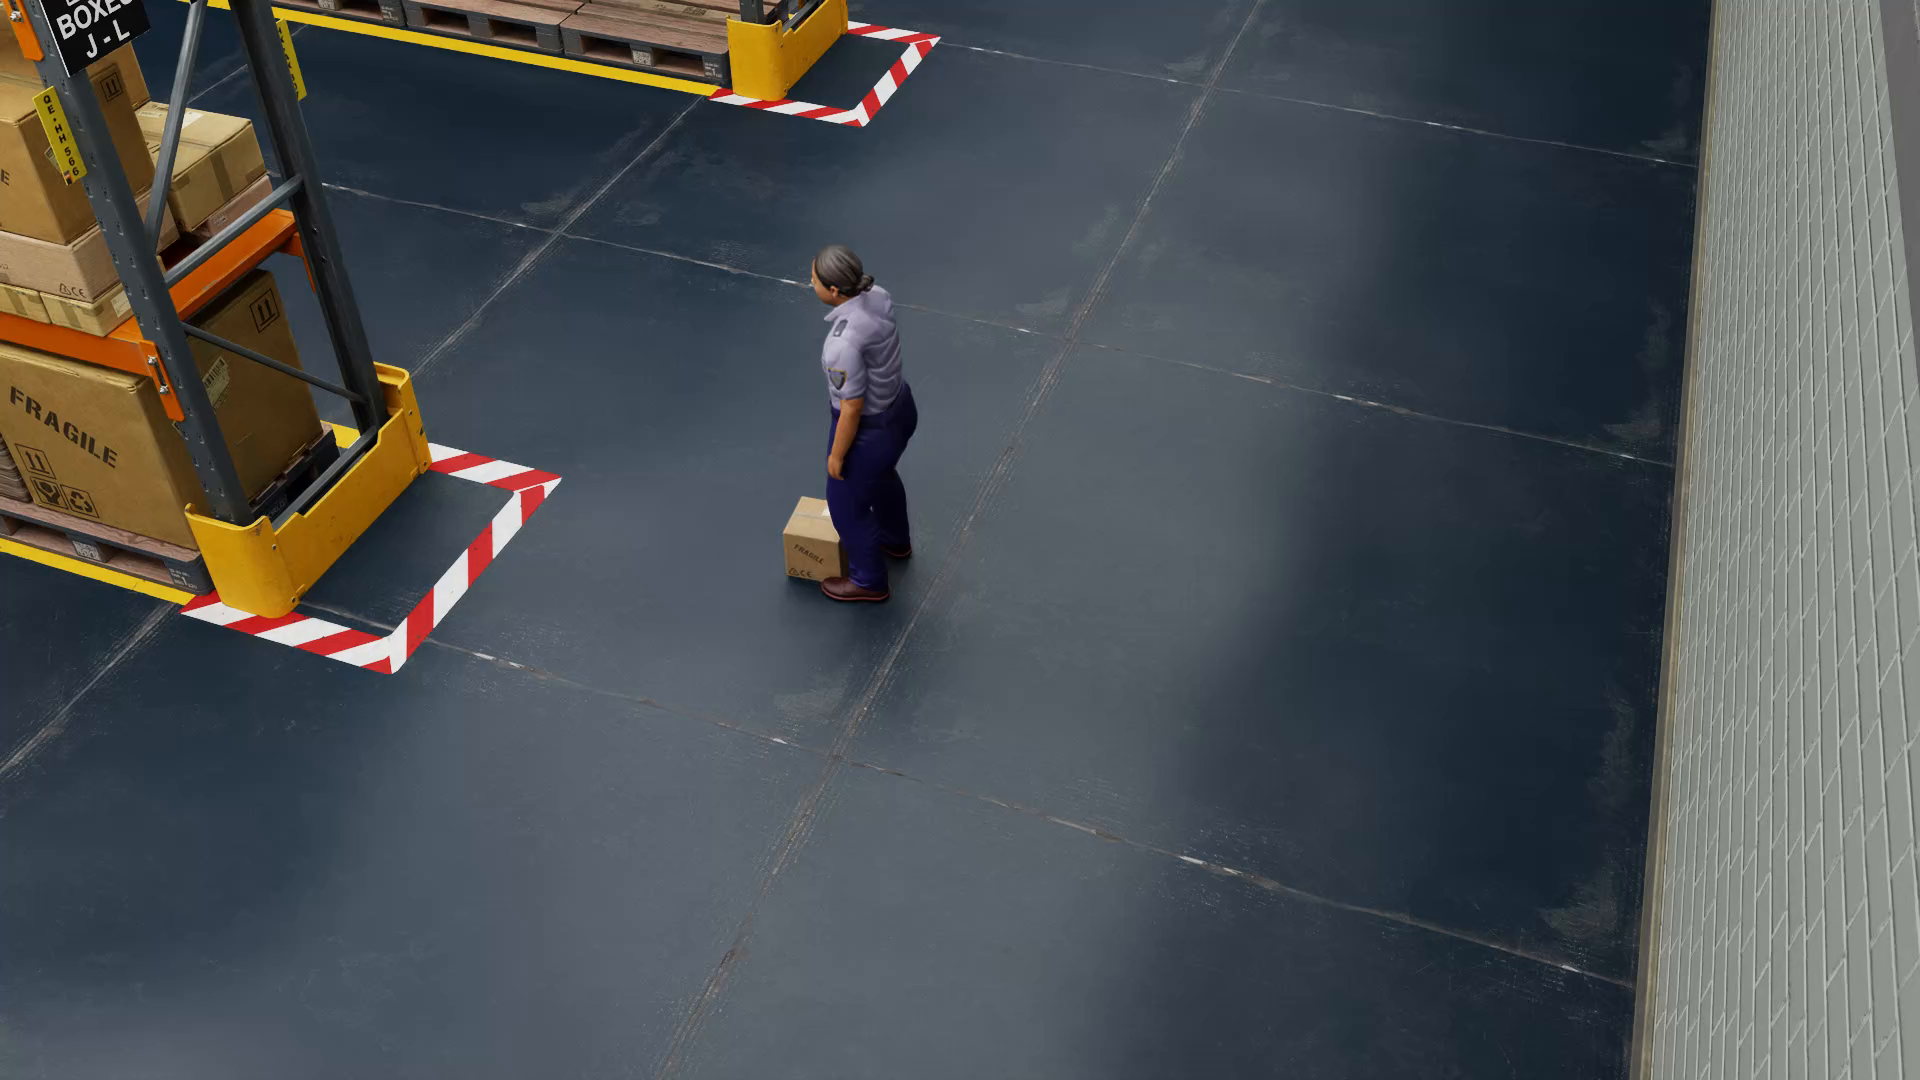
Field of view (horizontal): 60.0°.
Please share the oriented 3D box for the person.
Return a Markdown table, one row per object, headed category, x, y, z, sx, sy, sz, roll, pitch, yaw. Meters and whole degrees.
| category | x | y | z | sx | sy | sz | roll | pitch | yaw |
| --- | --- | --- | --- | --- | --- | --- | --- | --- | --- |
| person | -0.378 | -0.465 | 6.686 | 0.367 | 1.651 | 0.550 | 13 | 43 | 14 |
